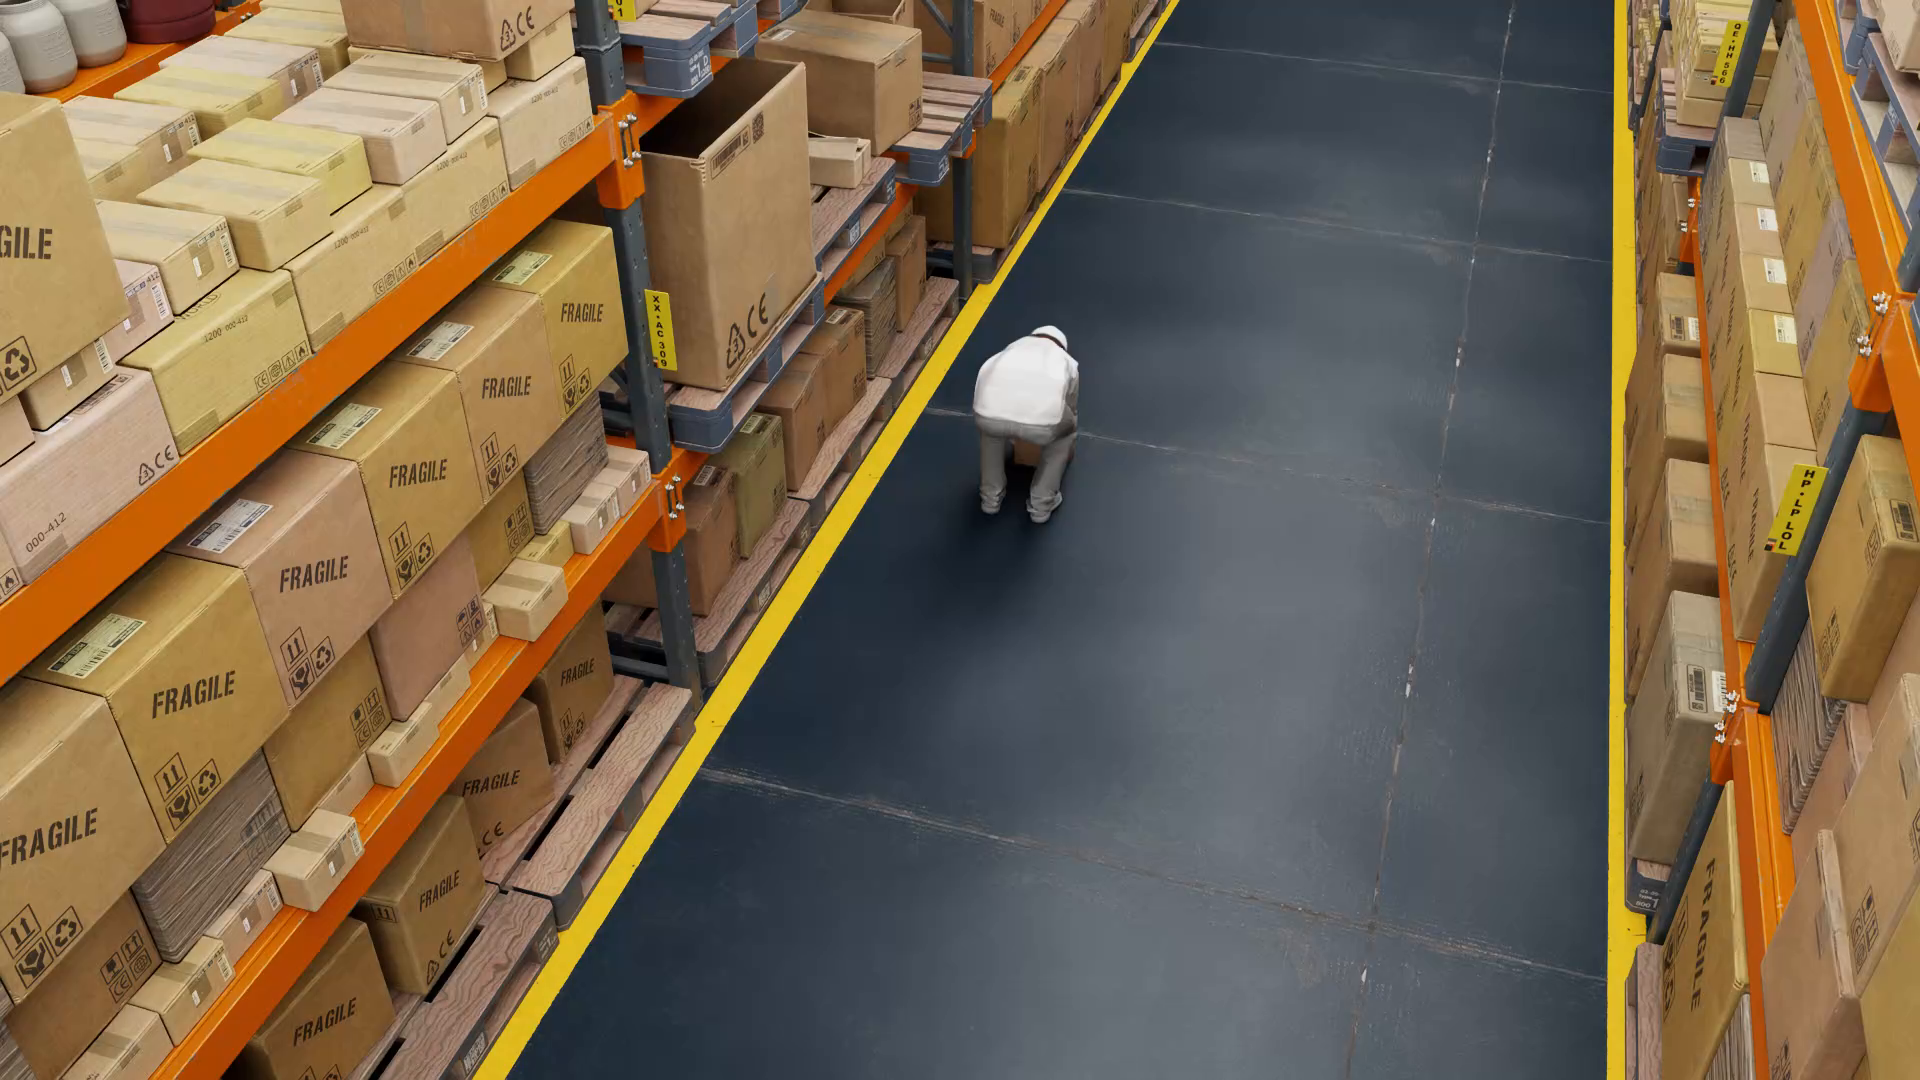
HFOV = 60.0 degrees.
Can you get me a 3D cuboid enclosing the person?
[{"bbox_3d":[0.354,-0.654,8.472,0.520,0.916,1.001,9,38,12],"label":"person"}]
